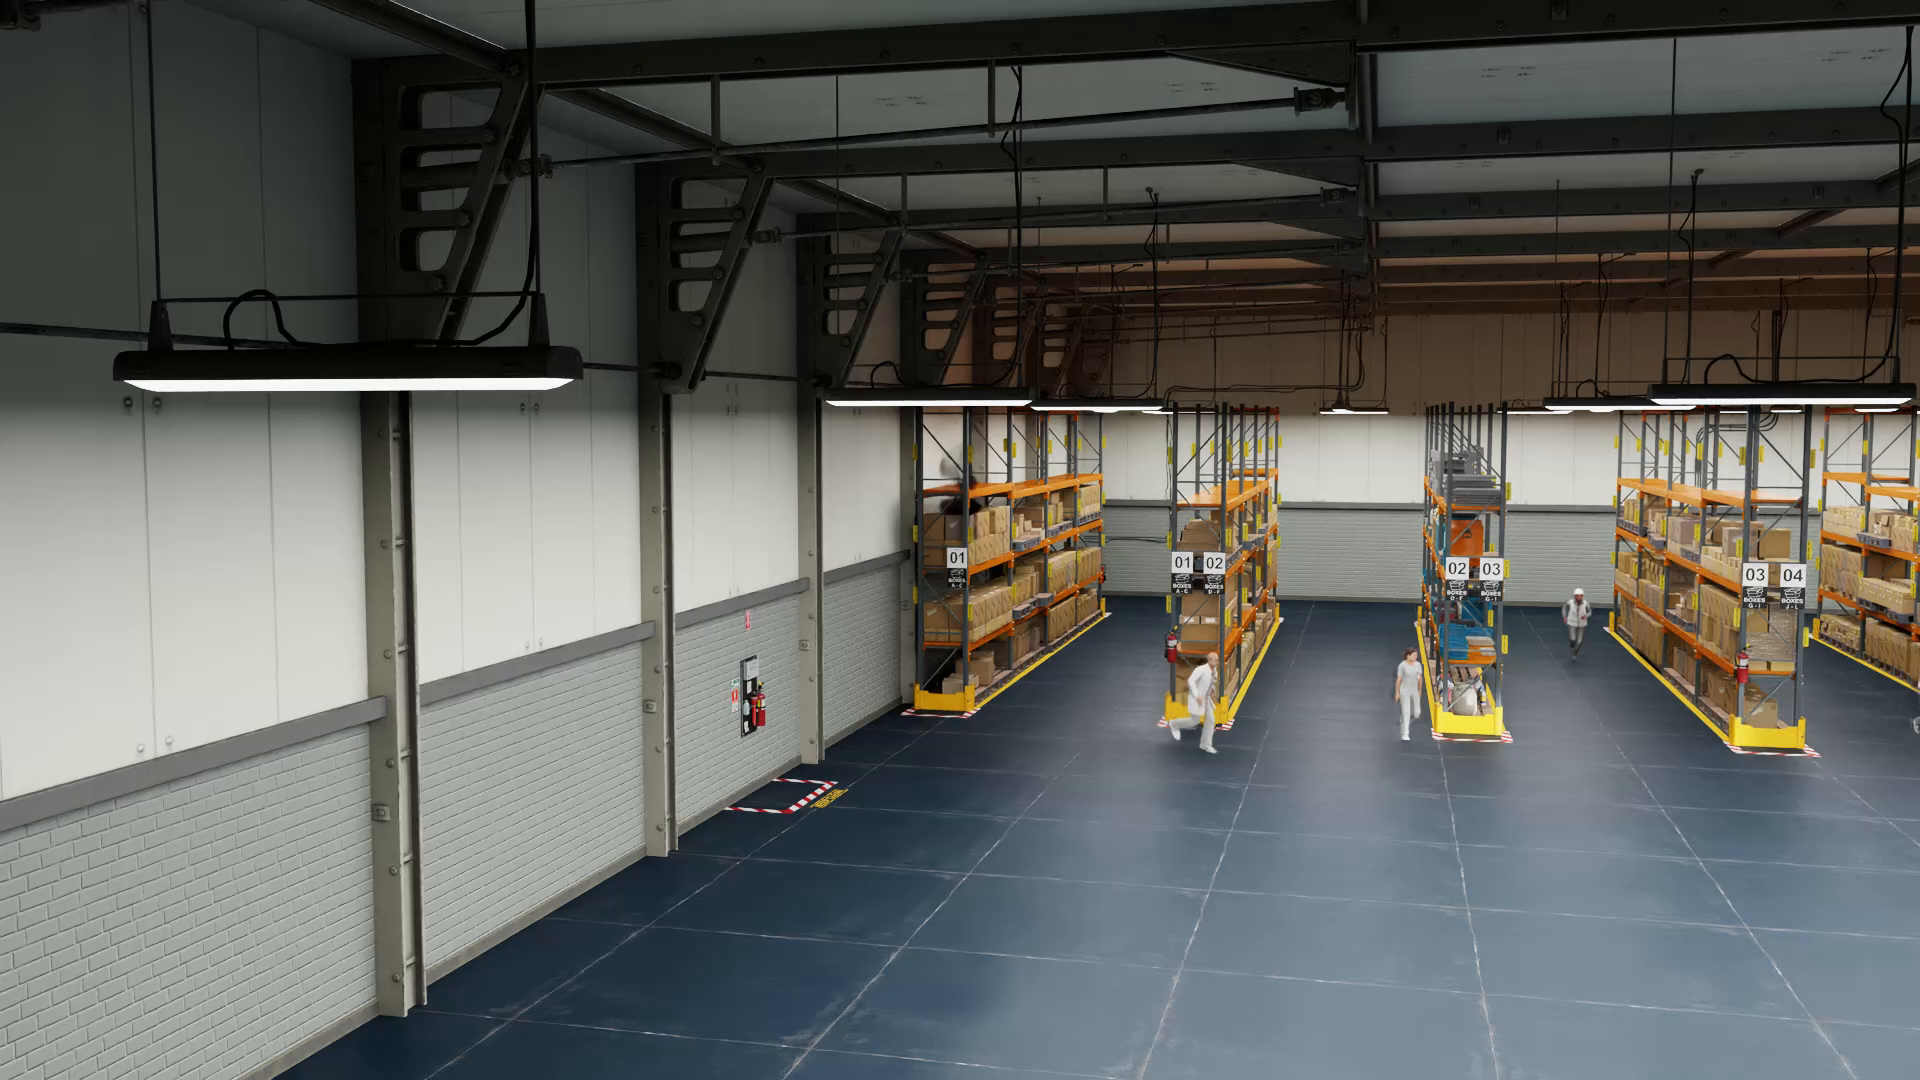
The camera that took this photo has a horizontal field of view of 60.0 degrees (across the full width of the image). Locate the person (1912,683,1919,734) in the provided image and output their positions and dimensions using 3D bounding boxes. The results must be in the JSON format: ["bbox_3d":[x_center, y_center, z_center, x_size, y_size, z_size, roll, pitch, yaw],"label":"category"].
[{"bbox_3d":[17.001,2.824,29.089,0.550,1.566,0.639,-1,4,-13],"label":"person"}]

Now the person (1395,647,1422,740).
[{"bbox_3d":[7.945,2.697,29.568,0.523,1.646,0.687,-1,4,-10],"label":"person"}]

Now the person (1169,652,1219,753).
[{"bbox_3d":[4.055,2.829,28.702,0.990,1.626,0.724,3,5,37],"label":"person"}]

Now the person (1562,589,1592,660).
[{"bbox_3d":[14.434,1.979,38.895,0.619,1.695,0.737,1,4,10],"label":"person"}]
